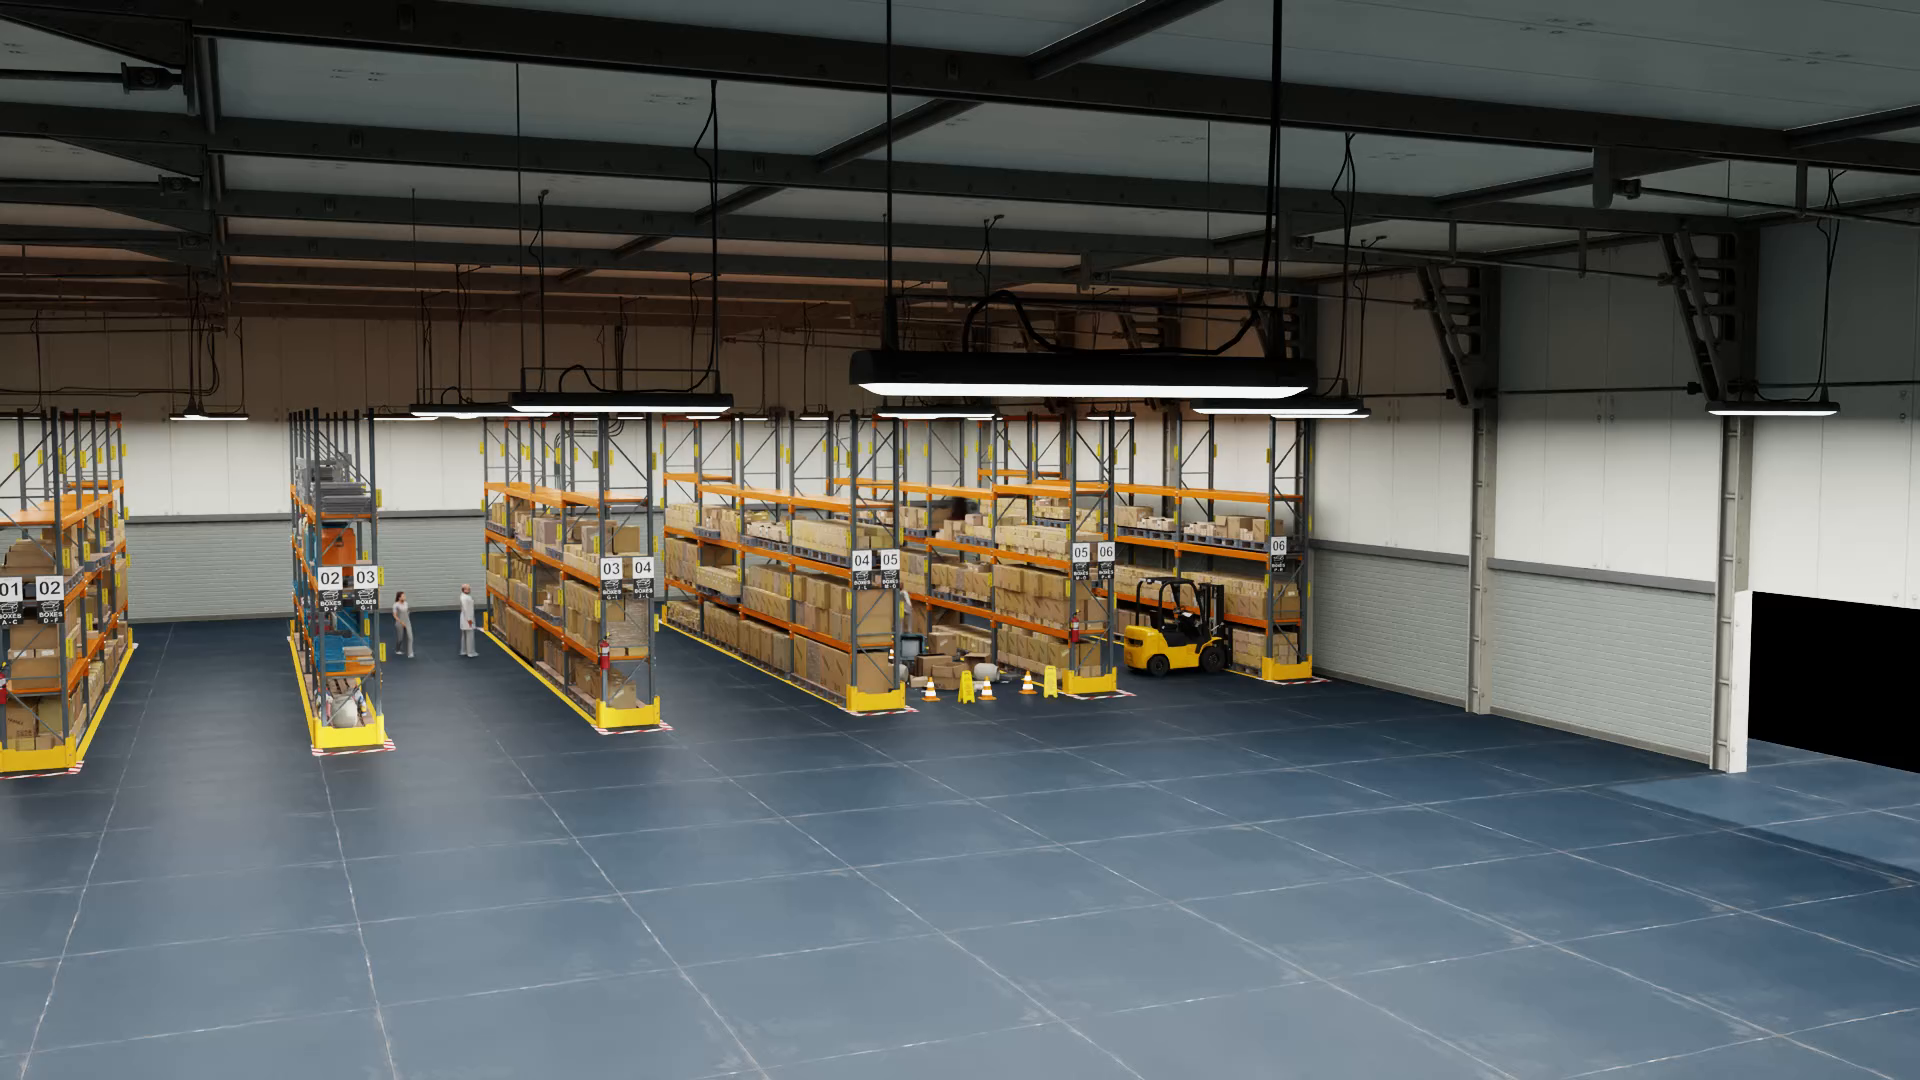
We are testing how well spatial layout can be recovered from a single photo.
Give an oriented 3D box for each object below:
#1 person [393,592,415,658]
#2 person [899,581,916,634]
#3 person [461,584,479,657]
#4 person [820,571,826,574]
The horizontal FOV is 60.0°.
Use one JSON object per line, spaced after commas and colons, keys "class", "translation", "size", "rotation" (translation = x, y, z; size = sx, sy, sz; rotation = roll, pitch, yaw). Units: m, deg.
{"class": "person", "translation": [-13.653, 2.066, 40.670], "size": [0.477, 1.627, 0.947], "rotation": [-3, 5, -33]}
{"class": "person", "translation": [-1.331, 1.783, 40.939], "size": [0.508, 1.567, 0.454], "rotation": [1, 4, 19]}
{"class": "person", "translation": [-12.060, 1.968, 40.851], "size": [0.445, 1.776, 0.646], "rotation": [-2, 5, -30]}
{"class": "person", "translation": [-3.749, 1.677, 45.832], "size": [0.425, 1.674, 0.498], "rotation": [-3, 5, -40]}
